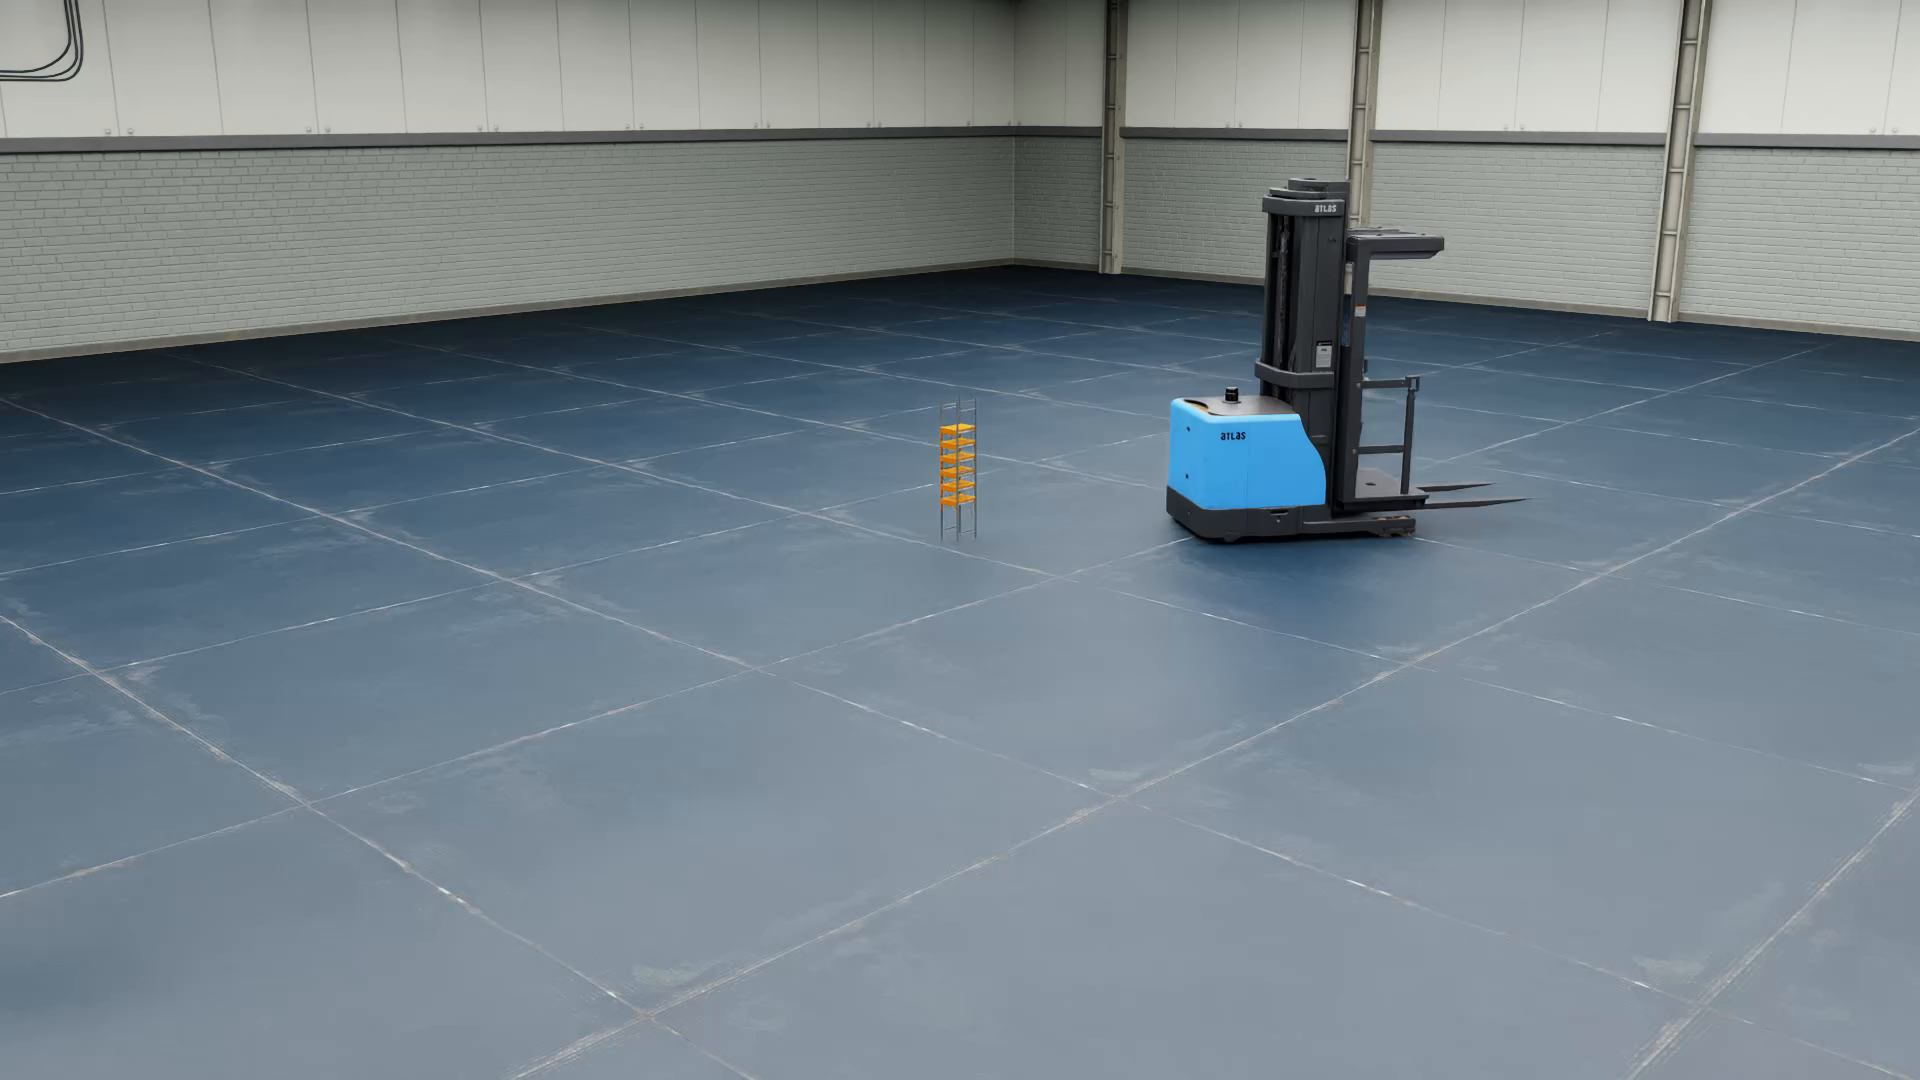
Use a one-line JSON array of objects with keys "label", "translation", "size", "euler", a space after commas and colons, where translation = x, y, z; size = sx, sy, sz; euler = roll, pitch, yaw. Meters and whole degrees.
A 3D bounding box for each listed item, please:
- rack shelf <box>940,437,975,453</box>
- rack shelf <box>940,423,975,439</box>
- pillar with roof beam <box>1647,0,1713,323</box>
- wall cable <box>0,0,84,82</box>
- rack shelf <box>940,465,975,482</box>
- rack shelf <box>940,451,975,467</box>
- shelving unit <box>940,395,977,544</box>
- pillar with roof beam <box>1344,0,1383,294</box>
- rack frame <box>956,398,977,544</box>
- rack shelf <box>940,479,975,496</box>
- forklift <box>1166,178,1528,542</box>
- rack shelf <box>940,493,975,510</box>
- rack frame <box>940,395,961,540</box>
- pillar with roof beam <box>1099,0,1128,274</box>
[{"label": "rack shelf", "translation": [-0.010, -0.772, 13.741], "size": [0.180, 0.103, 0.258], "euler": [14, 20, 42]}, {"label": "rack shelf", "translation": [-0.010, -0.889, 13.711], "size": [0.180, 0.103, 0.258], "euler": [14, 20, 42]}, {"label": "pillar with roof beam", "translation": [8.930, -7.293, 24.074], "size": [0.400, 9.000, 9.100], "euler": [14, 20, 42]}, {"label": "wall cable", "translation": [-13.186, -8.579, 22.264], "size": [0.169, 6.003, 2.305], "euler": [14, 20, 42]}, {"label": "rack shelf", "translation": [-0.010, -0.540, 13.802], "size": [0.180, 0.103, 0.258], "euler": [14, 20, 42]}, {"label": "rack shelf", "translation": [-0.010, -0.656, 13.771], "size": [0.180, 0.103, 0.258], "euler": [14, 20, 42]}, {"label": "shelving unit", "translation": [-0.010, -0.583, 13.791], "size": [0.189, 1.200, 0.258], "euler": [14, 20, 42]}, {"label": "pillar with roof beam", "translation": [4.611, -8.343, 28.104], "size": [0.400, 9.000, 9.100], "euler": [14, 20, 42]}, {"label": "rack frame", "translation": [0.055, -0.567, 13.729], "size": [0.006, 1.200, 0.240], "euler": [14, 20, 42]}, {"label": "rack shelf", "translation": [-0.010, -0.424, 13.832], "size": [0.180, 0.103, 0.258], "euler": [14, 20, 42]}, {"label": "forklift", "translation": [3.380, -1.566, 14.128], "size": [3.031, 2.935, 1.130], "euler": [-3, 15, -11]}, {"label": "rack shelf", "translation": [-0.010, -0.308, 13.862], "size": [0.180, 0.103, 0.258], "euler": [14, 20, 42]}, {"label": "rack frame", "translation": [-0.076, -0.599, 13.852], "size": [0.006, 1.200, 0.240], "euler": [14, 20, 42]}, {"label": "pillar with roof beam", "translation": [0.292, -9.393, 32.135], "size": [0.400, 9.000, 9.100], "euler": [14, 20, 42]}]
